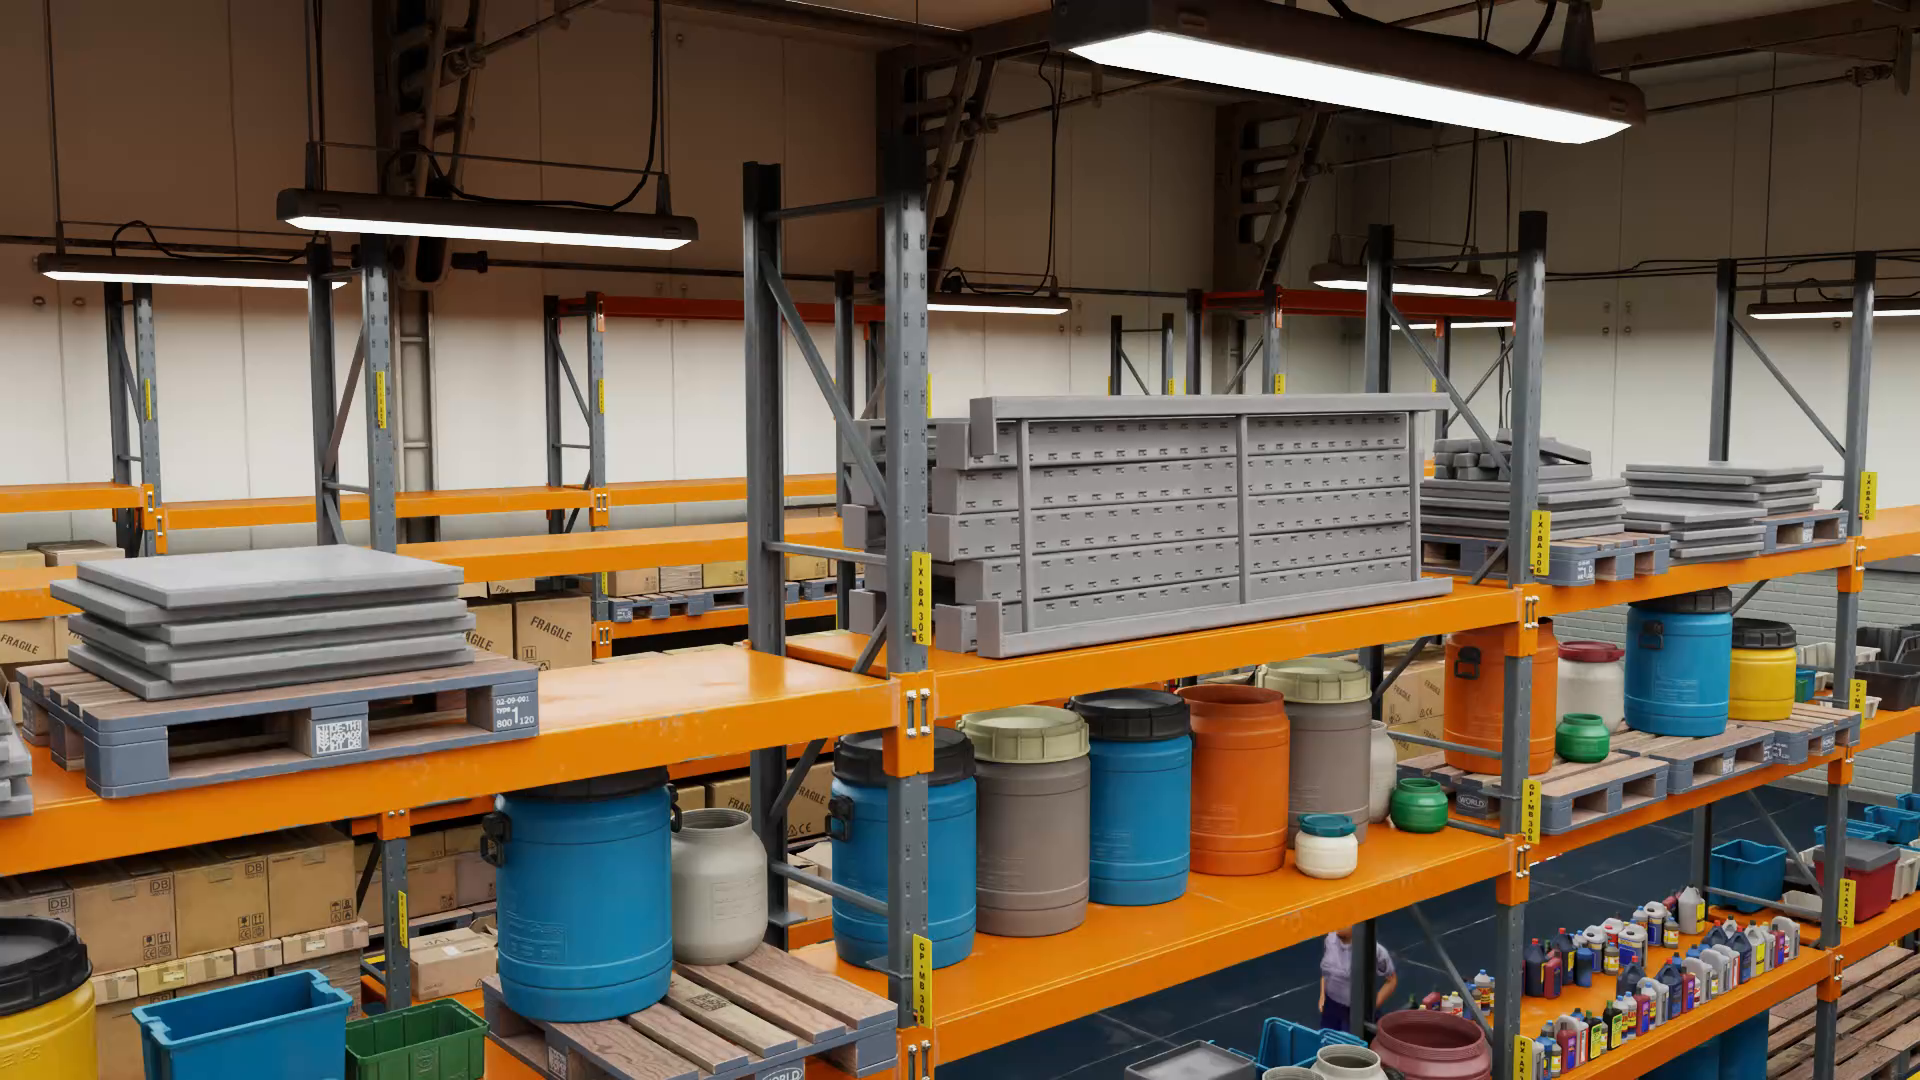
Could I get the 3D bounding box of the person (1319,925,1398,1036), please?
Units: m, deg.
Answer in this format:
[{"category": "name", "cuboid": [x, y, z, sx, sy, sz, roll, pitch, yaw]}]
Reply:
[{"category": "person", "cuboid": [2.736, 3.284, 11.481, 0.651, 1.609, 0.627, -4, 7, -38]}]
